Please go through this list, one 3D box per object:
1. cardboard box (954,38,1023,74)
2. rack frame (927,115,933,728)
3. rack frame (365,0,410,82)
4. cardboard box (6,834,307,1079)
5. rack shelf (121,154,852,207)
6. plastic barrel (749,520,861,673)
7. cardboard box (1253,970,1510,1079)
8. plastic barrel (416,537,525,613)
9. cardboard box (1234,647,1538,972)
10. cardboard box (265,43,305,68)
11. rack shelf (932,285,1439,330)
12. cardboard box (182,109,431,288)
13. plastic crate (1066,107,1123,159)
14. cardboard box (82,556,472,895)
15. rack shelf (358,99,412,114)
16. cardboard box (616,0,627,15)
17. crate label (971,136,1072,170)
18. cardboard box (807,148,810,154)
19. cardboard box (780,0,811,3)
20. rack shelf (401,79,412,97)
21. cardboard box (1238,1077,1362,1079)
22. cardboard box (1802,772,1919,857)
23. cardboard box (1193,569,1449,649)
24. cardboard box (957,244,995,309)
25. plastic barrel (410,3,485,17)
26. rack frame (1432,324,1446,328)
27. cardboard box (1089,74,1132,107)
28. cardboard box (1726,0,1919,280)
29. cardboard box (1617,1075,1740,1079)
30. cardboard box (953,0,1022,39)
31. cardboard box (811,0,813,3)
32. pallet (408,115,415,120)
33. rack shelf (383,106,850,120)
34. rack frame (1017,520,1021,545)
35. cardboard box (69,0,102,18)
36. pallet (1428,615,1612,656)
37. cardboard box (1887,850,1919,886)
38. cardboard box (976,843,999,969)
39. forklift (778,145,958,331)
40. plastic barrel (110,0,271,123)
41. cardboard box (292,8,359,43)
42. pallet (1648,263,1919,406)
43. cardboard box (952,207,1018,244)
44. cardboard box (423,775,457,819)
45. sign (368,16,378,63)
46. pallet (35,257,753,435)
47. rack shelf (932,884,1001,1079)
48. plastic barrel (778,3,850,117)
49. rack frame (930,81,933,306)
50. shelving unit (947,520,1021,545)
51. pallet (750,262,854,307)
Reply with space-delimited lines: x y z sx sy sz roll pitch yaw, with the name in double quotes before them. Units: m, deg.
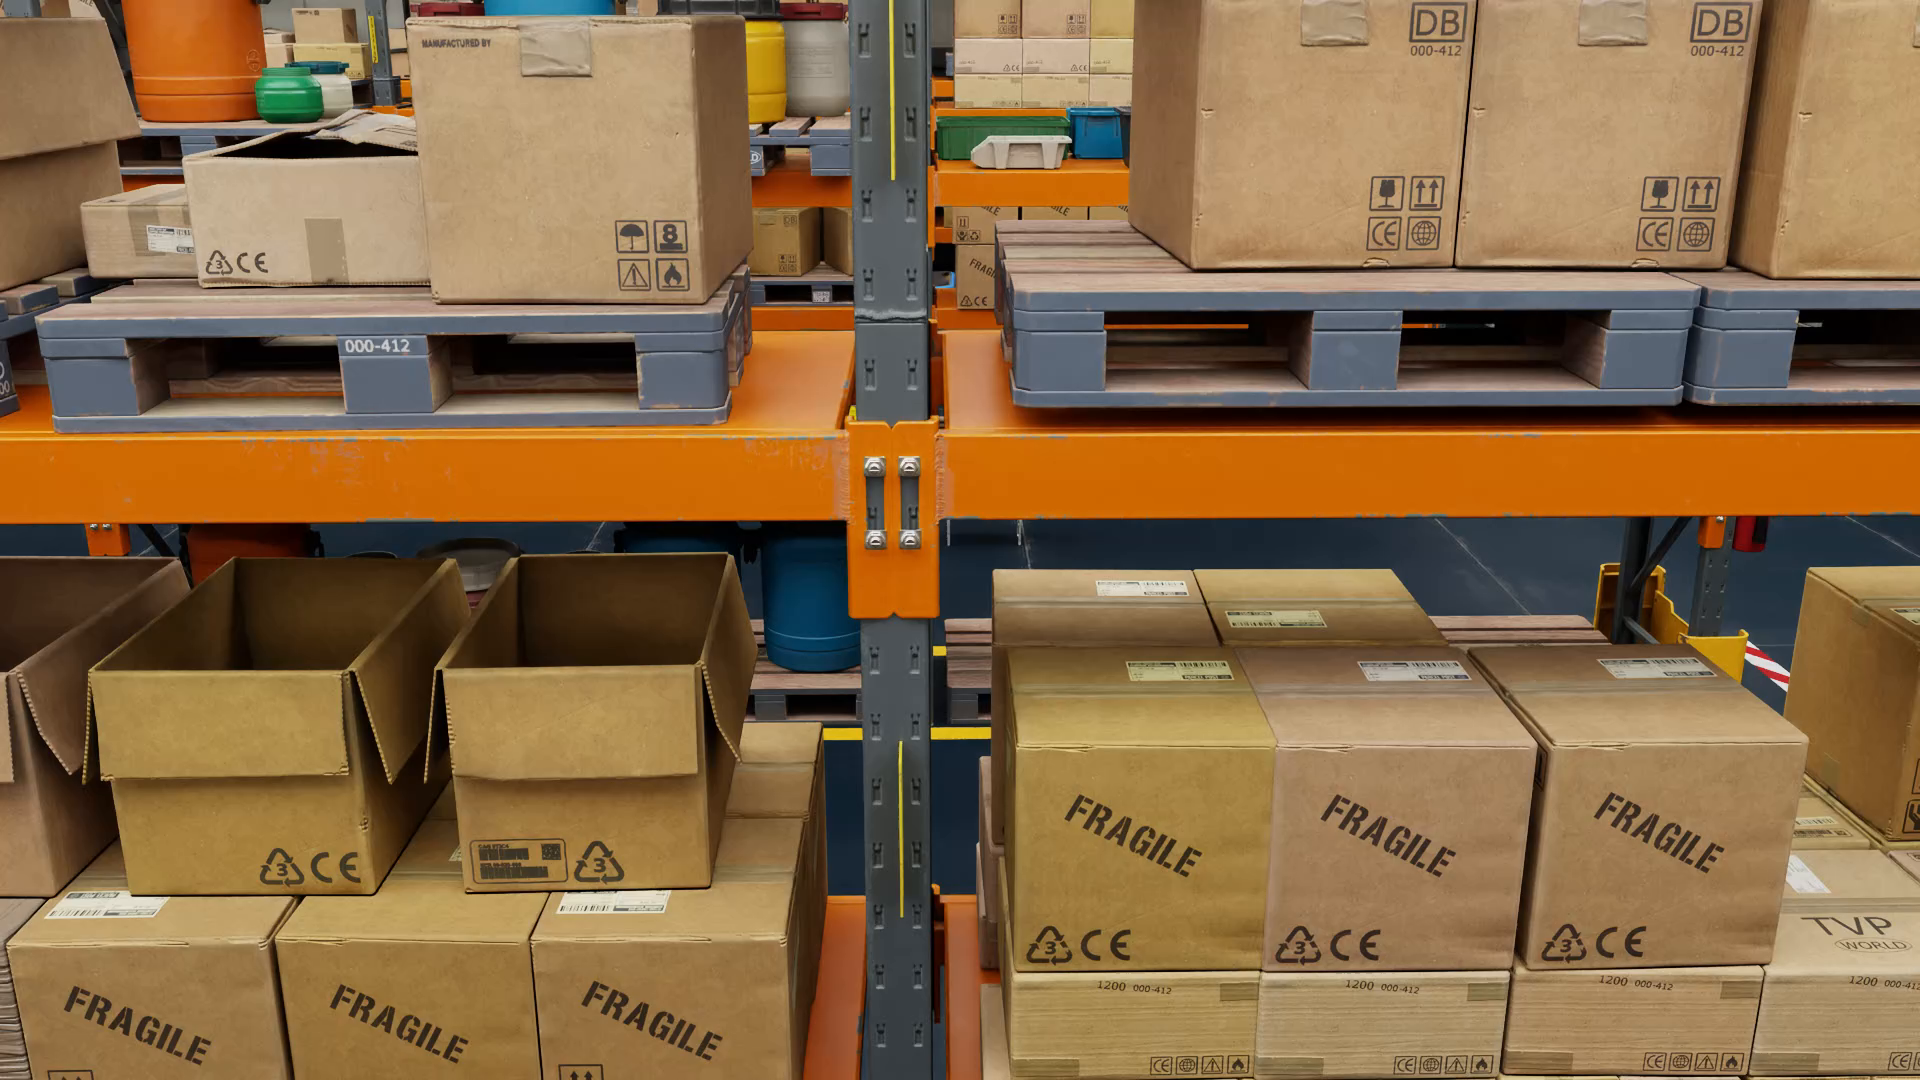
"cardboard box" 0.208 -3.650 12.530 0.500 0.250 0.500 0 18 -1
"rack frame" -0.208 -0.615 8.555 0.127 3.000 1.000 0 18 -1
"rack frame" -4.282 -4.966 12.295 0.127 3.000 1.000 0 18 -1
"cardboard box" -1.610 0.940 3.542 0.500 0.500 0.500 0 18 -2
"rack shelf" -2.207 -1.691 8.177 4.000 0.370 1.077 0 18 -1
"plastic barrel" -0.752 0.181 8.820 0.708 0.901 0.600 0 18 -1
"cardboard box" 0.842 0.904 3.577 0.500 0.250 0.500 0 18 -1
"plastic barrel" -2.589 0.339 8.840 0.708 0.588 0.600 0 18 -1
"cardboard box" 0.846 0.546 3.466 0.500 0.500 0.500 0 18 -1
"cardboard box" -5.258 -3.638 12.626 0.500 0.250 0.500 0 18 1
"rack shelf" 1.718 -1.795 13.411 4.000 0.370 1.077 0 18 -1
"cardboard box" -1.228 -0.711 3.400 0.500 0.311 0.500 -1 18 -3
"plastic crate" 0.698 -2.066 8.440 0.300 0.233 0.416 0 18 -1
"cardboard box" -1.454 0.377 3.654 0.637 0.503 0.797 0 18 0
"rack shelf" -6.281 -3.185 12.833 4.000 0.370 1.077 0 18 -1
"cardboard box" -2.825 -4.066 12.601 0.500 0.500 0.500 0 18 -1
"crate label" 0.286 -1.832 7.869 0.466 0.136 0.293 0 18 -1
"cardboard box" -1.338 -4.117 17.560 0.500 0.250 0.500 0 18 0
"cardboard box" -1.455 -3.862 12.749 0.600 0.600 0.600 0 18 -1
"rack shelf" -6.363 -4.698 17.549 4.000 0.370 1.077 0 18 -1
"cardboard box" 0.698 1.114 3.574 0.250 0.149 0.380 0 18 1
"cardboard box" 2.364 0.734 4.109 0.500 0.250 0.500 -1 18 -3
"cardboard box" 0.827 0.385 3.967 0.500 0.500 0.500 0 18 0
"cardboard box" 0.232 -2.095 13.004 0.500 0.500 0.500 0 18 1
"plastic barrel" -2.437 -2.344 8.122 0.433 0.535 0.433 0 18 0
"rack frame" 3.717 -2.148 13.331 0.127 3.000 1.000 0 18 -1
"cardboard box" 1.208 -3.415 12.618 0.500 0.250 0.500 0 18 -1
"cardboard box" 1.715 -0.809 3.232 0.500 0.500 0.700 1 18 2
"cardboard box" 1.468 1.111 3.586 0.250 0.149 0.380 0 18 0
"cardboard box" 0.203 -4.094 12.689 0.500 0.500 0.700 0 18 -1
"cardboard box" -1.798 -5.712 17.421 0.500 0.250 0.500 -1 18 -3
"pallet" -2.124 -1.914 8.001 1.213 0.211 1.003 0 18 -1
"rack shelf" -2.282 -3.204 12.893 4.000 0.370 1.077 0 18 -1
"rack frame" 0.409 -0.573 11.370 0.015 1.200 0.240 0 18 -1
"cardboard box" -8.860 -5.479 16.972 0.500 0.500 0.500 -2 18 -6
"pallet" 2.967 0.685 9.066 1.213 0.211 1.003 0 18 -1
"cardboard box" 2.374 0.896 3.602 0.500 0.250 0.500 -1 18 -3
"cardboard box" 0.170 0.915 4.194 0.250 0.149 0.380 0 18 -1
"forklift" -1.529 -2.859 15.661 3.031 2.935 1.130 0 18 1
"plastic barrel" -3.640 -2.431 7.913 0.708 0.830 0.600 0 18 -1
"cardboard box" -6.582 -5.263 17.280 0.500 0.500 0.500 -1 18 -3
"pallet" 1.906 -0.494 3.413 1.213 0.211 1.003 0 18 -1
"cardboard box" 0.193 -2.568 12.842 0.500 0.500 0.500 0 18 1
"cardboard box" -1.096 0.778 4.047 0.500 0.500 0.500 0 18 -1
"sign" -4.281 -3.652 12.133 0.005 0.325 0.100 0 18 -1
"pallet" -1.045 -0.420 3.350 1.217 0.209 0.805 -1 18 -3
"rack shelf" 1.870 1.230 3.979 4.000 0.370 1.077 0 18 -1
"plastic barrel" -0.738 -2.382 8.243 0.433 0.535 0.433 0 18 0
"rack frame" -0.282 -2.128 13.271 0.127 3.000 1.000 0 18 -1
"shelving unit" 0.166 -0.572 11.367 0.503 1.200 0.258 0 18 -1
"pallet" -1.083 -2.066 13.392 1.213 0.211 1.003 0 18 -1
